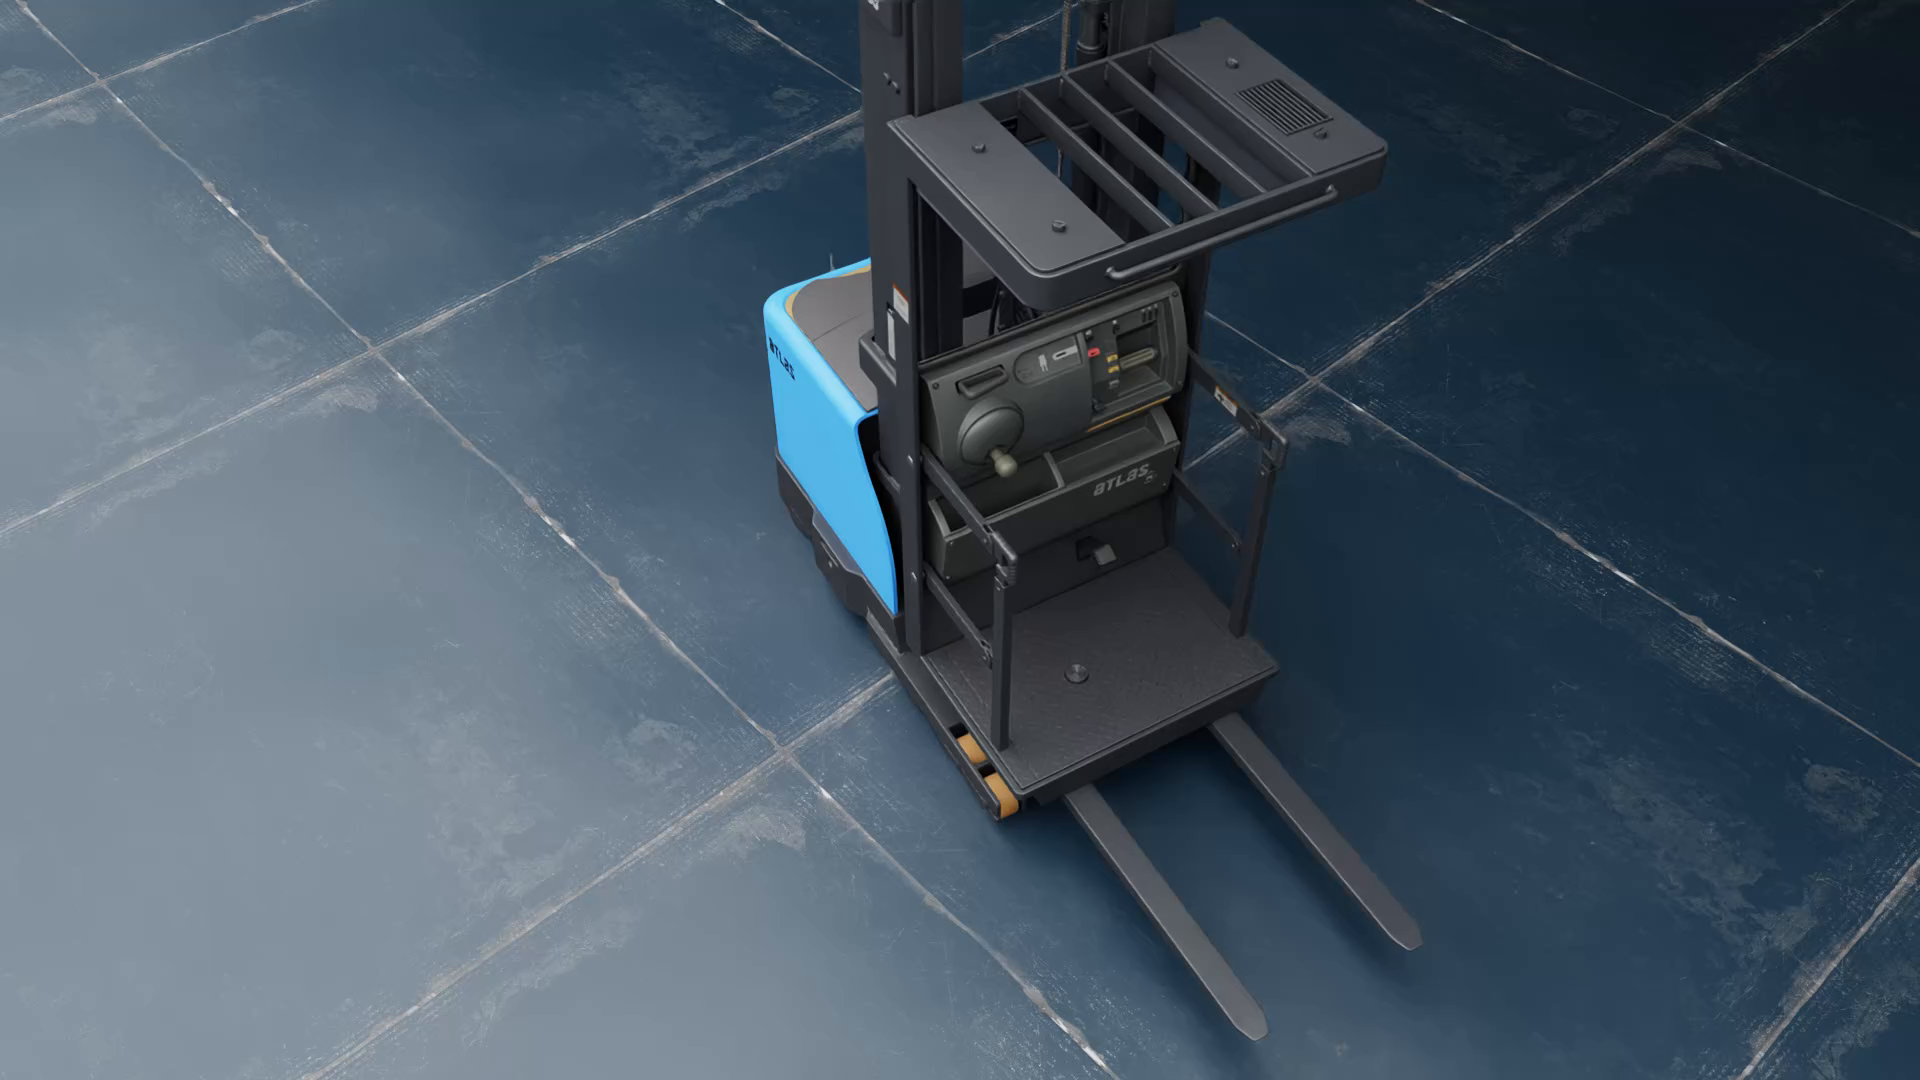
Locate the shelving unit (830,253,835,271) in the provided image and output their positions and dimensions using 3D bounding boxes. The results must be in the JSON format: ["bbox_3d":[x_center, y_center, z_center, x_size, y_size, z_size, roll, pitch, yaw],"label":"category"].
[{"bbox_3d":[-0.363,-0.790,6.867,0.210,0.900,0.258,-24,52,-21],"label":"shelving unit"}]

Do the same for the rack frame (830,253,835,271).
[{"bbox_3d":[-0.450,-0.752,6.831,0.006,0.900,0.240,-24,52,-21],"label":"rack frame"}]

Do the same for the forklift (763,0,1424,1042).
[{"bbox_3d":[0.428,-0.407,5.131,1.130,2.935,3.031,-23,51,-20],"label":"forklift"}]
